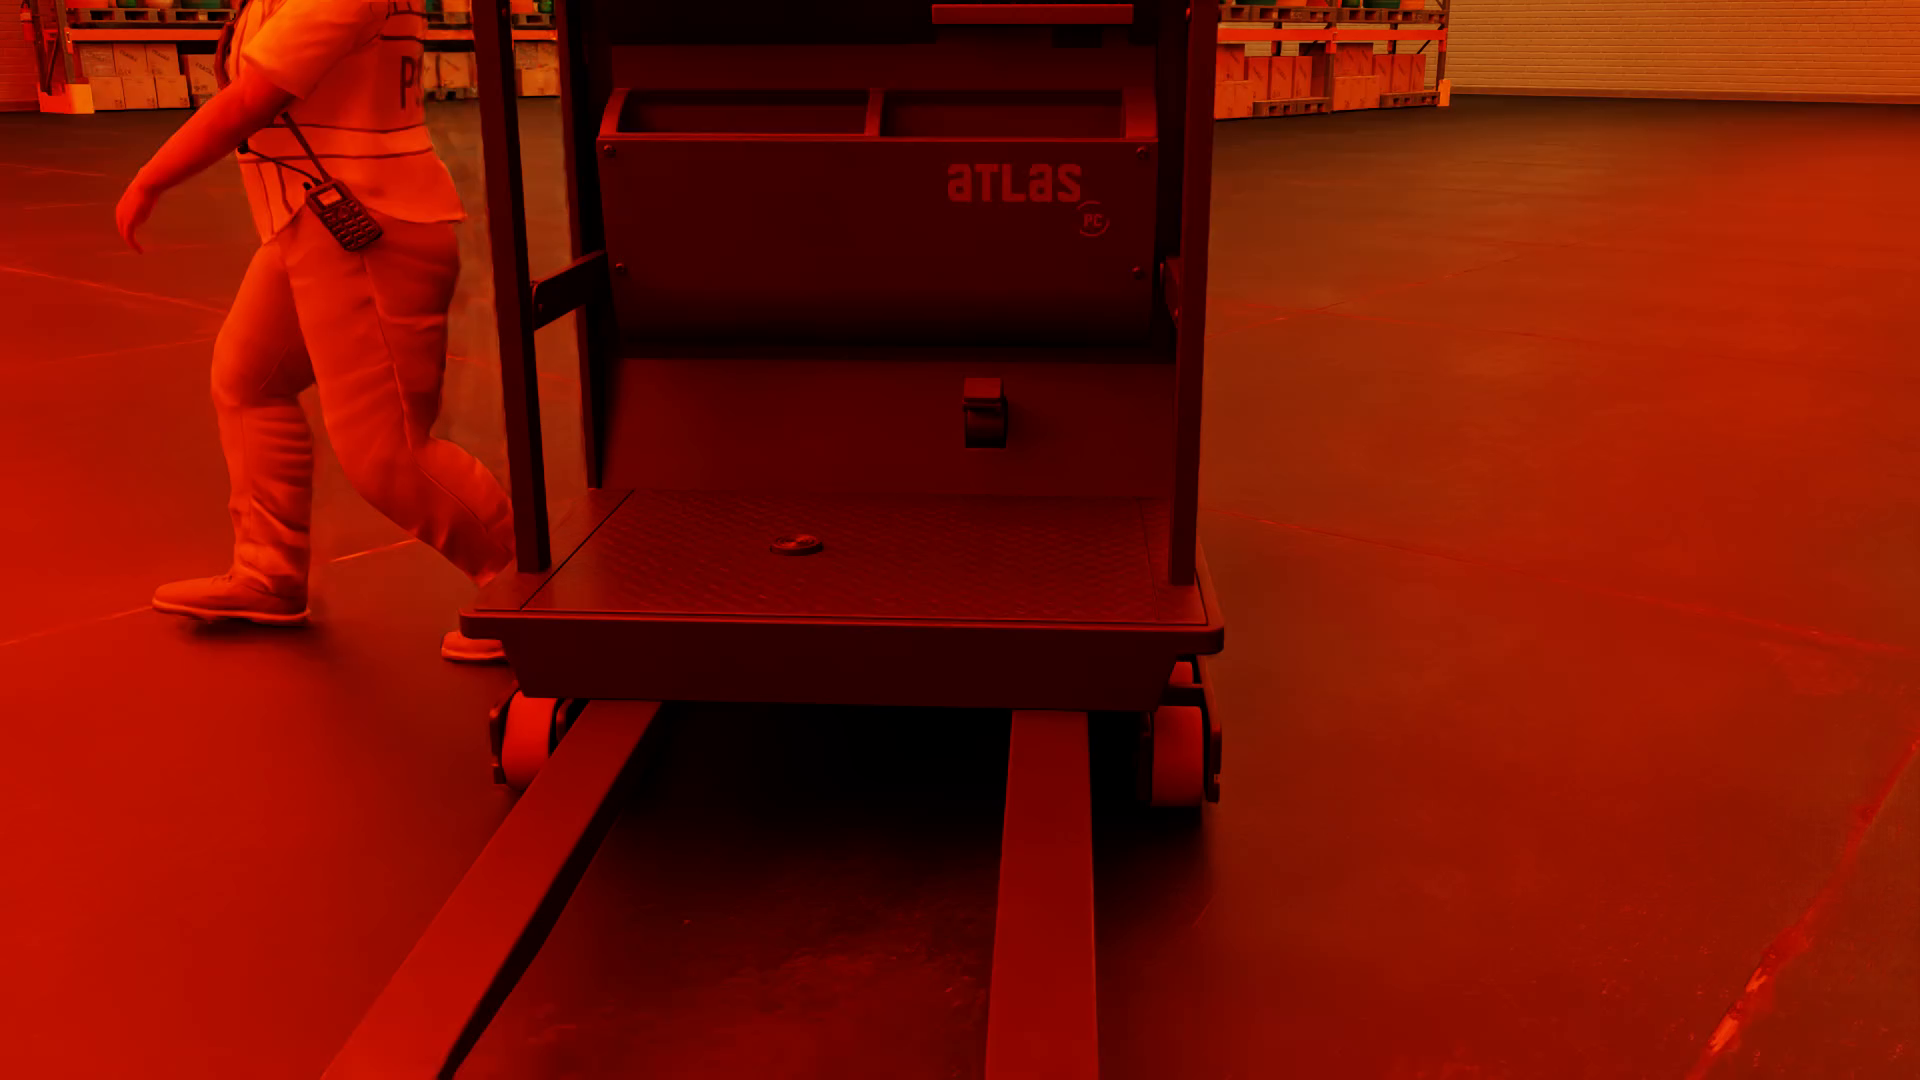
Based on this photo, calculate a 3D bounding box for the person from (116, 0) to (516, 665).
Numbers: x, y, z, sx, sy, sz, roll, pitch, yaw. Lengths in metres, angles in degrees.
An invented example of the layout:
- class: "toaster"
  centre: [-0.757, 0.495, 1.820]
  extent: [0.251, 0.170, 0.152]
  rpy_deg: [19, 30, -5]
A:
- class: "person"
  centre: [-1.177, -0.568, 3.098]
  extent: [0.810, 1.583, 0.638]
  rpy_deg: [-6, 18, -20]

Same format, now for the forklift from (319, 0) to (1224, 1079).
- class: "forklift"
  centre: [-0.147, -1.082, 2.462]
  extent: [1.130, 2.935, 3.031]
  rpy_deg: [1, 17, 3]
